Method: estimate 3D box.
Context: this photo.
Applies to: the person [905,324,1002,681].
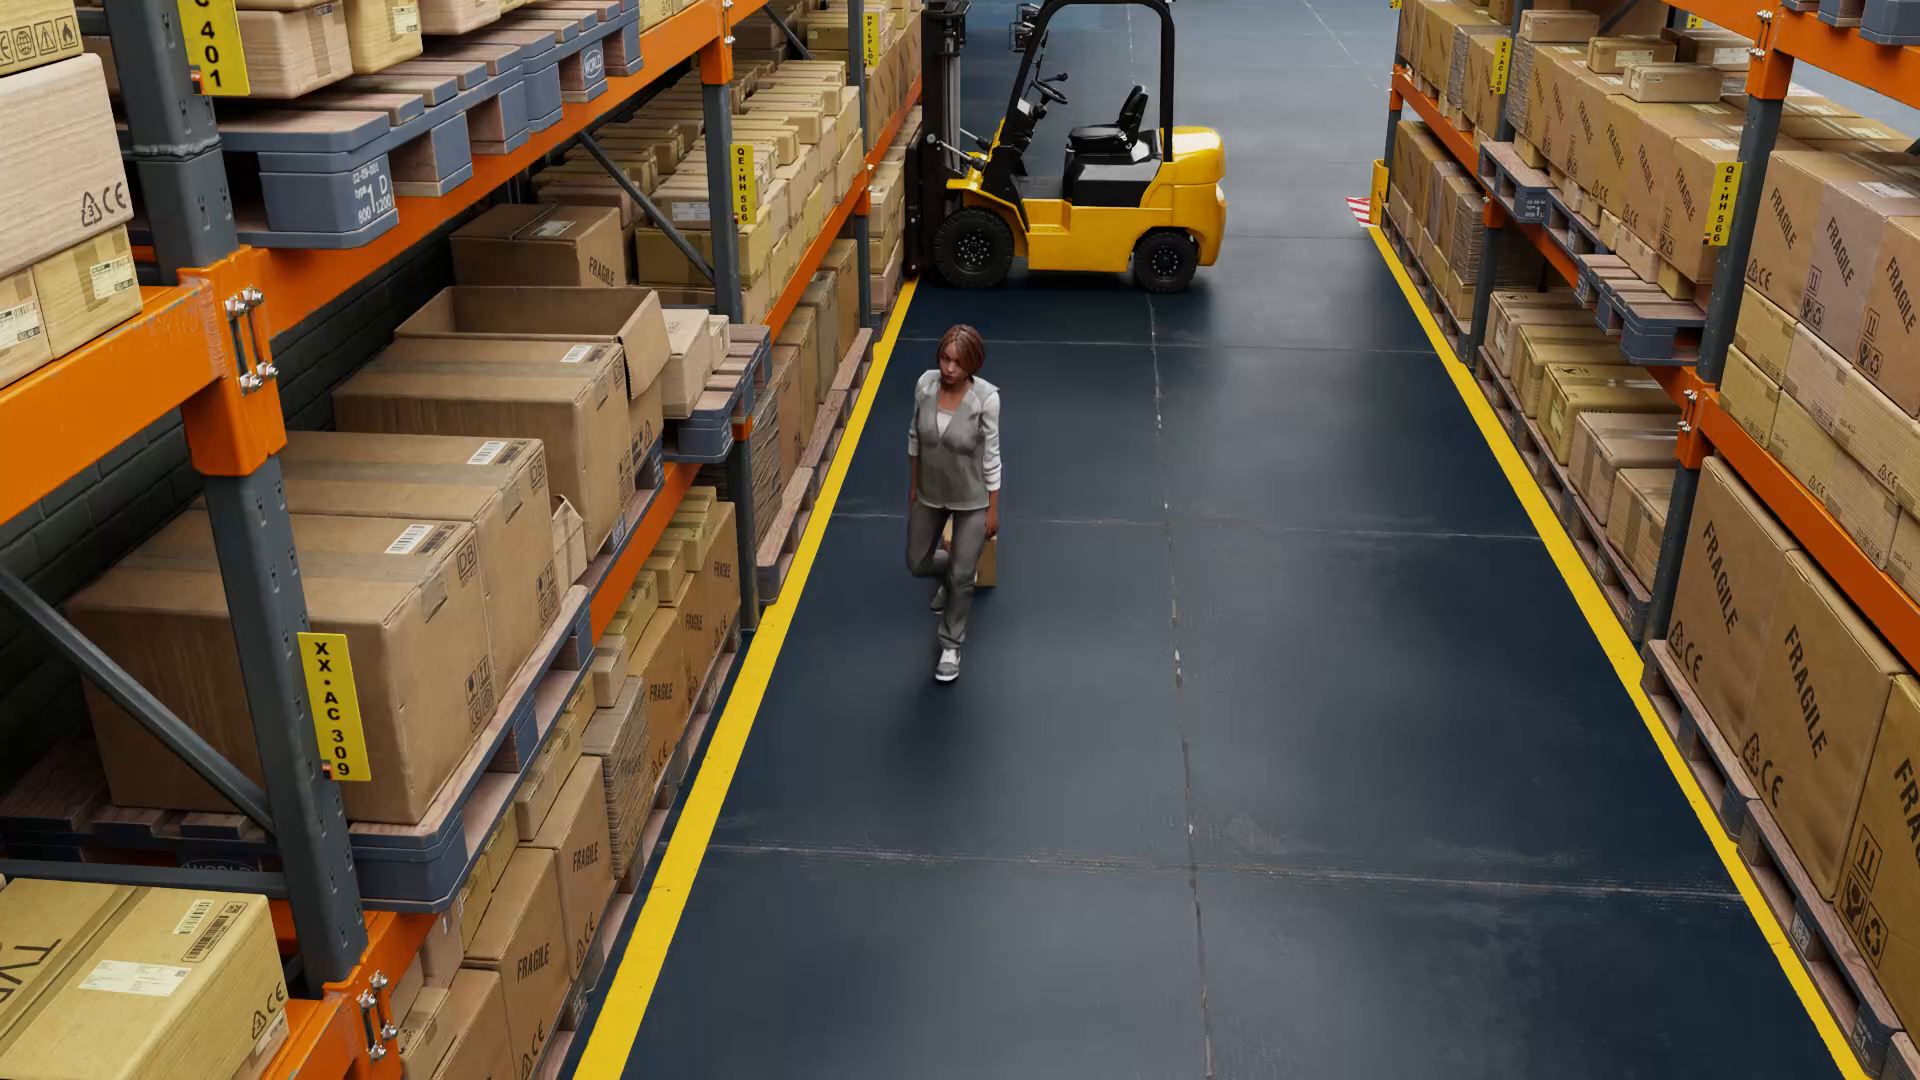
[{"bbox_3d":[0.004,-0.212,7.070,0.449,1.578,0.596,9,26,19],"label":"person"}]
